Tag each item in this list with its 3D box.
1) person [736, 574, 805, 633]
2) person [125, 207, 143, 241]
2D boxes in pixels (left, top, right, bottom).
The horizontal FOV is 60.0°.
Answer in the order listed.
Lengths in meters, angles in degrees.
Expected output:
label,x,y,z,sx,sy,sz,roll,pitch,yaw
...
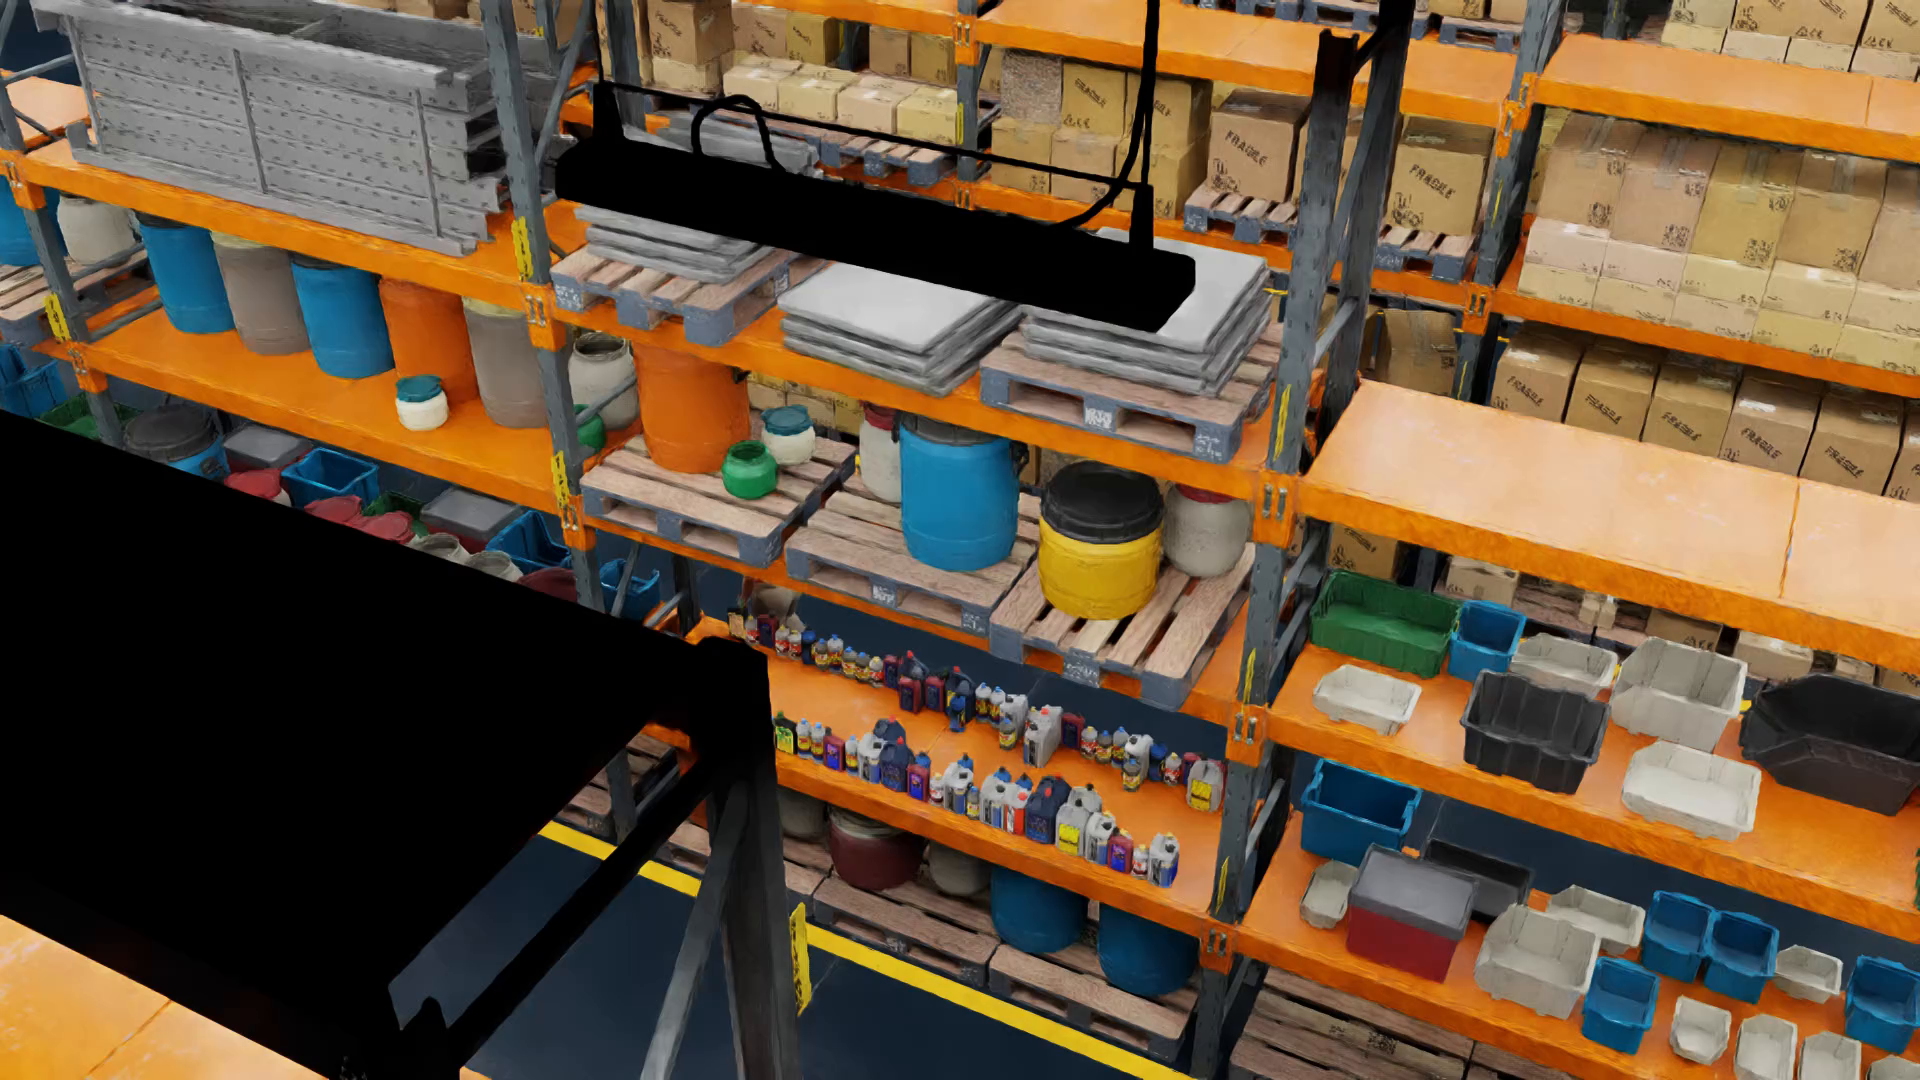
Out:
label,x,y,z,sx,sy,sz,roll,pitch,yaw
person,-1.322,0.342,11.936,0.535,1.676,0.682,16,38,22
person,-9.064,-3.813,17.778,0.619,1.767,0.616,-5,35,-7
